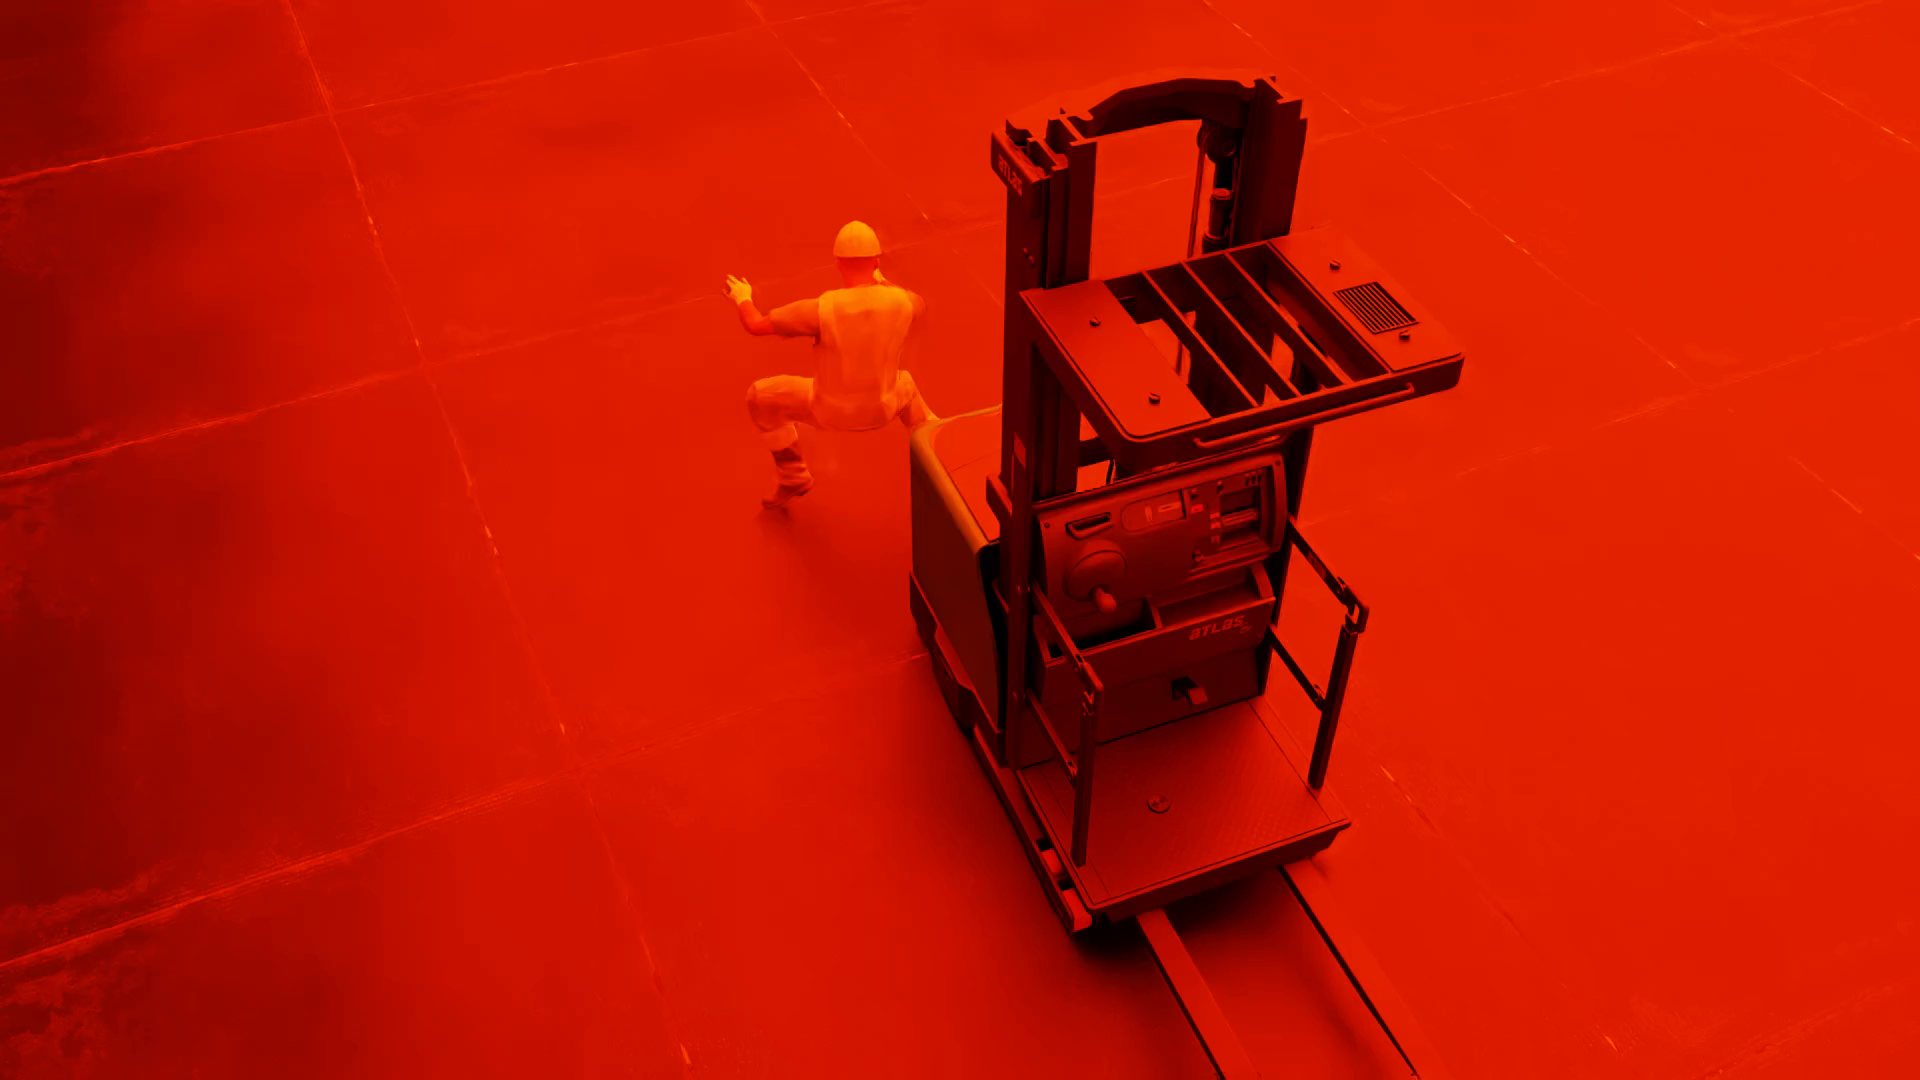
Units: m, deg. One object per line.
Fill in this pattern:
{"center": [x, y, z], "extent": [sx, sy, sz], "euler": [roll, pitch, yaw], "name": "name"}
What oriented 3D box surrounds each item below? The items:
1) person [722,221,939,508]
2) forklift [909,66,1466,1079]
{"center": [-0.509, -0.811, 7.584], "extent": [1.032, 1.518, 0.762], "euler": [-10, 44, -11], "name": "person"}
{"center": [0.790, 0.067, 5.608], "extent": [1.130, 2.935, 3.031], "euler": [-15, 45, -16], "name": "forklift"}
